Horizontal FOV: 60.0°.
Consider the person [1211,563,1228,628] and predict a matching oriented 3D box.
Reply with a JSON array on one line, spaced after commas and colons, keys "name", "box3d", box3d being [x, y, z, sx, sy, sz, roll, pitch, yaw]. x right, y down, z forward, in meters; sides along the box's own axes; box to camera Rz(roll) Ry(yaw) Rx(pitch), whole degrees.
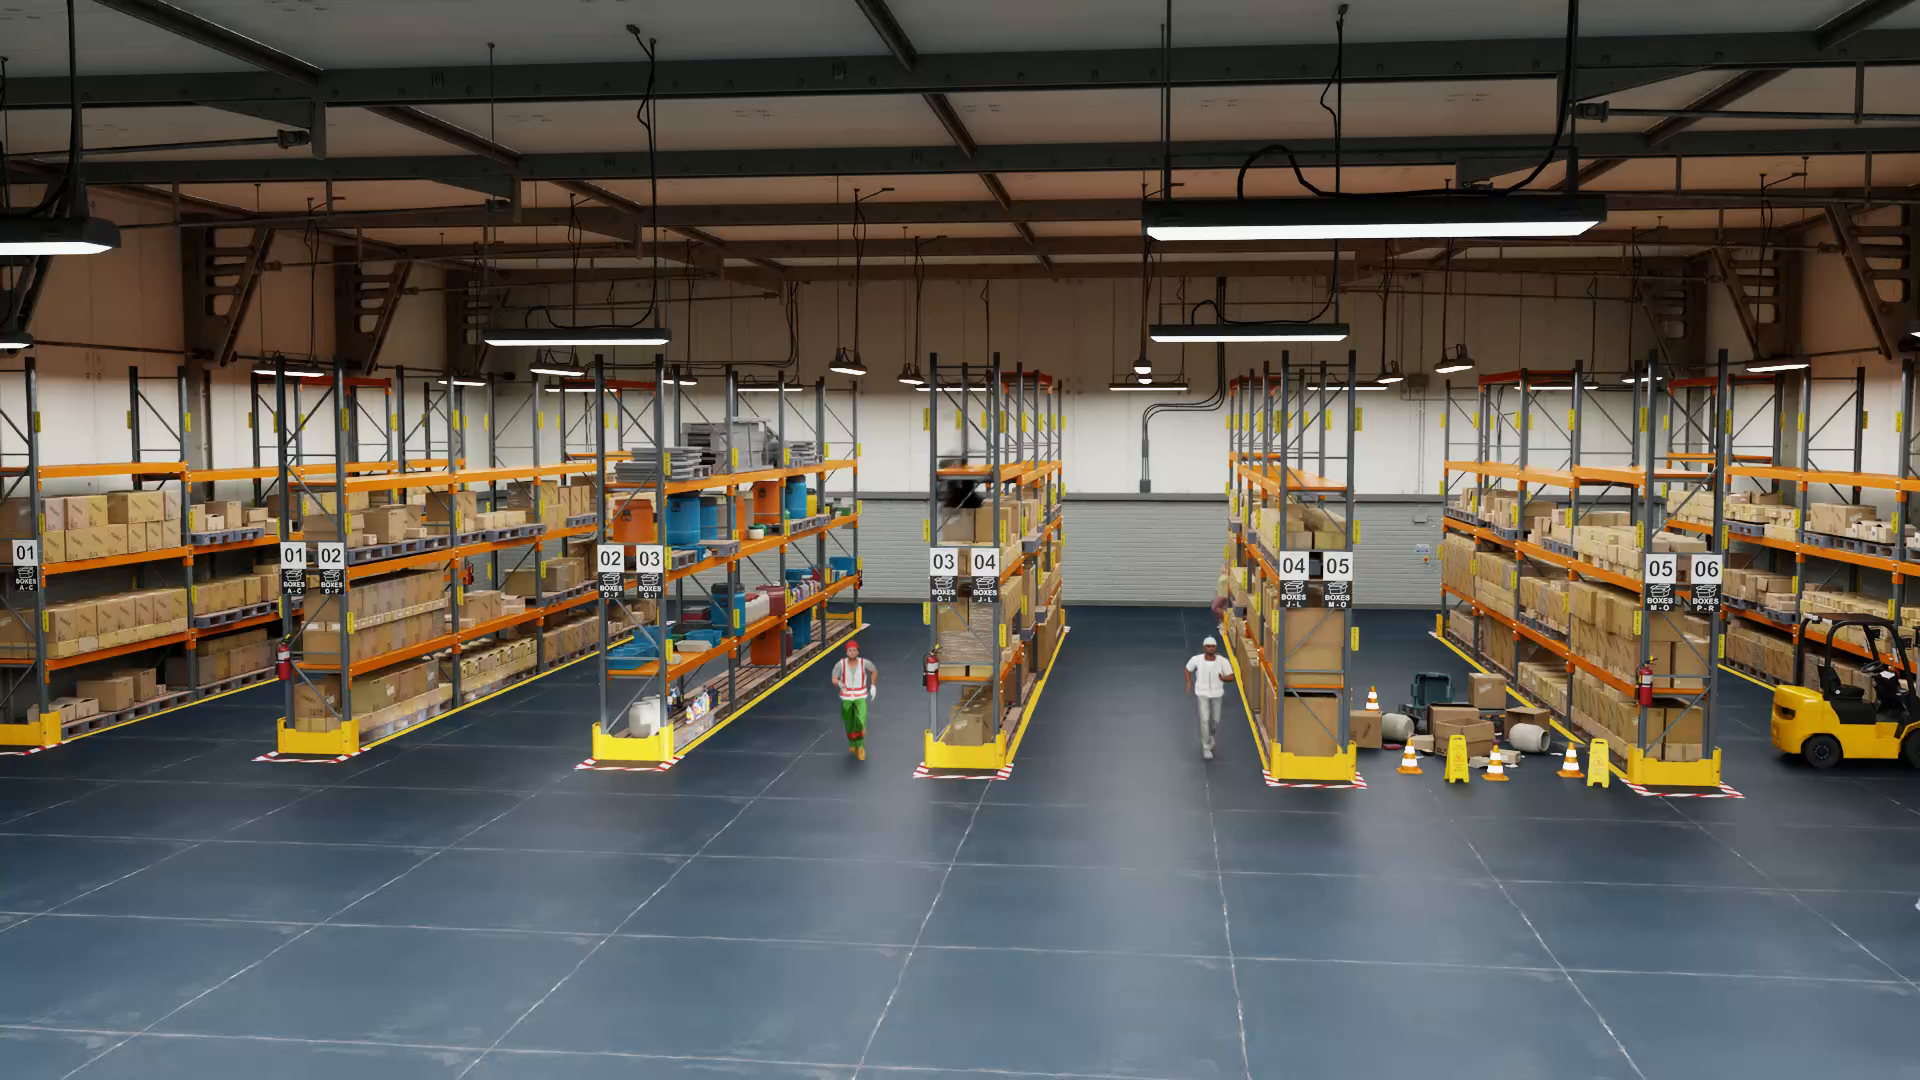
[{"name": "person", "box3d": [6.343, 1.350, 40.172, 0.578, 1.619, 0.640, -1, 4, -12]}]

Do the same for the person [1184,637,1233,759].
[{"name": "person", "box3d": [3.744, 2.327, 24.944, 0.700, 1.754, 0.989, 0, 4, 0]}]

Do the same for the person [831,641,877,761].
[{"name": "person", "box3d": [-1.578, 2.374, 24.765, 0.670, 1.774, 0.802, 0, 4, 1]}]
